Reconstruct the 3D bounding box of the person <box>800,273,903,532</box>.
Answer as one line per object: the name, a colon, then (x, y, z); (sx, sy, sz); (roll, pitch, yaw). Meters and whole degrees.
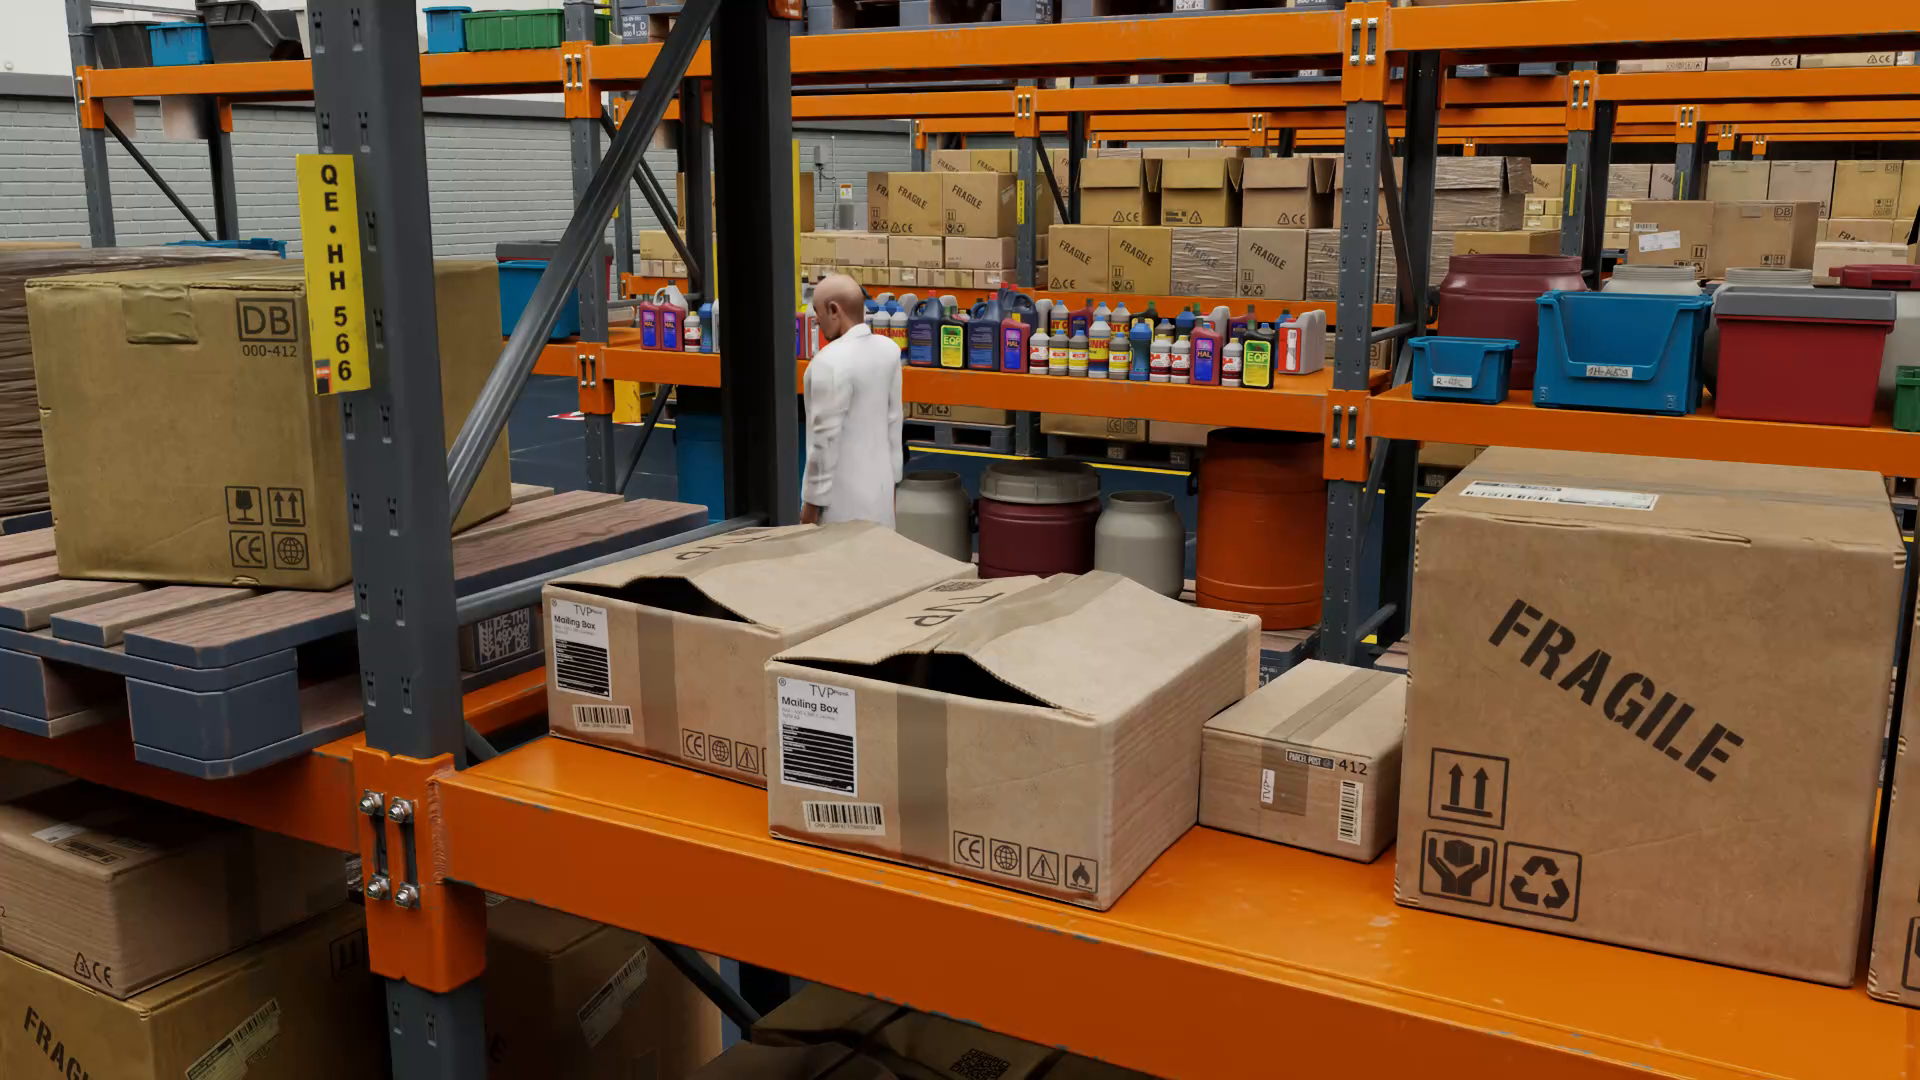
person: (-0.514, -0.176, 6.818); (0.461, 1.820, 0.603); (7, 14, 28)
